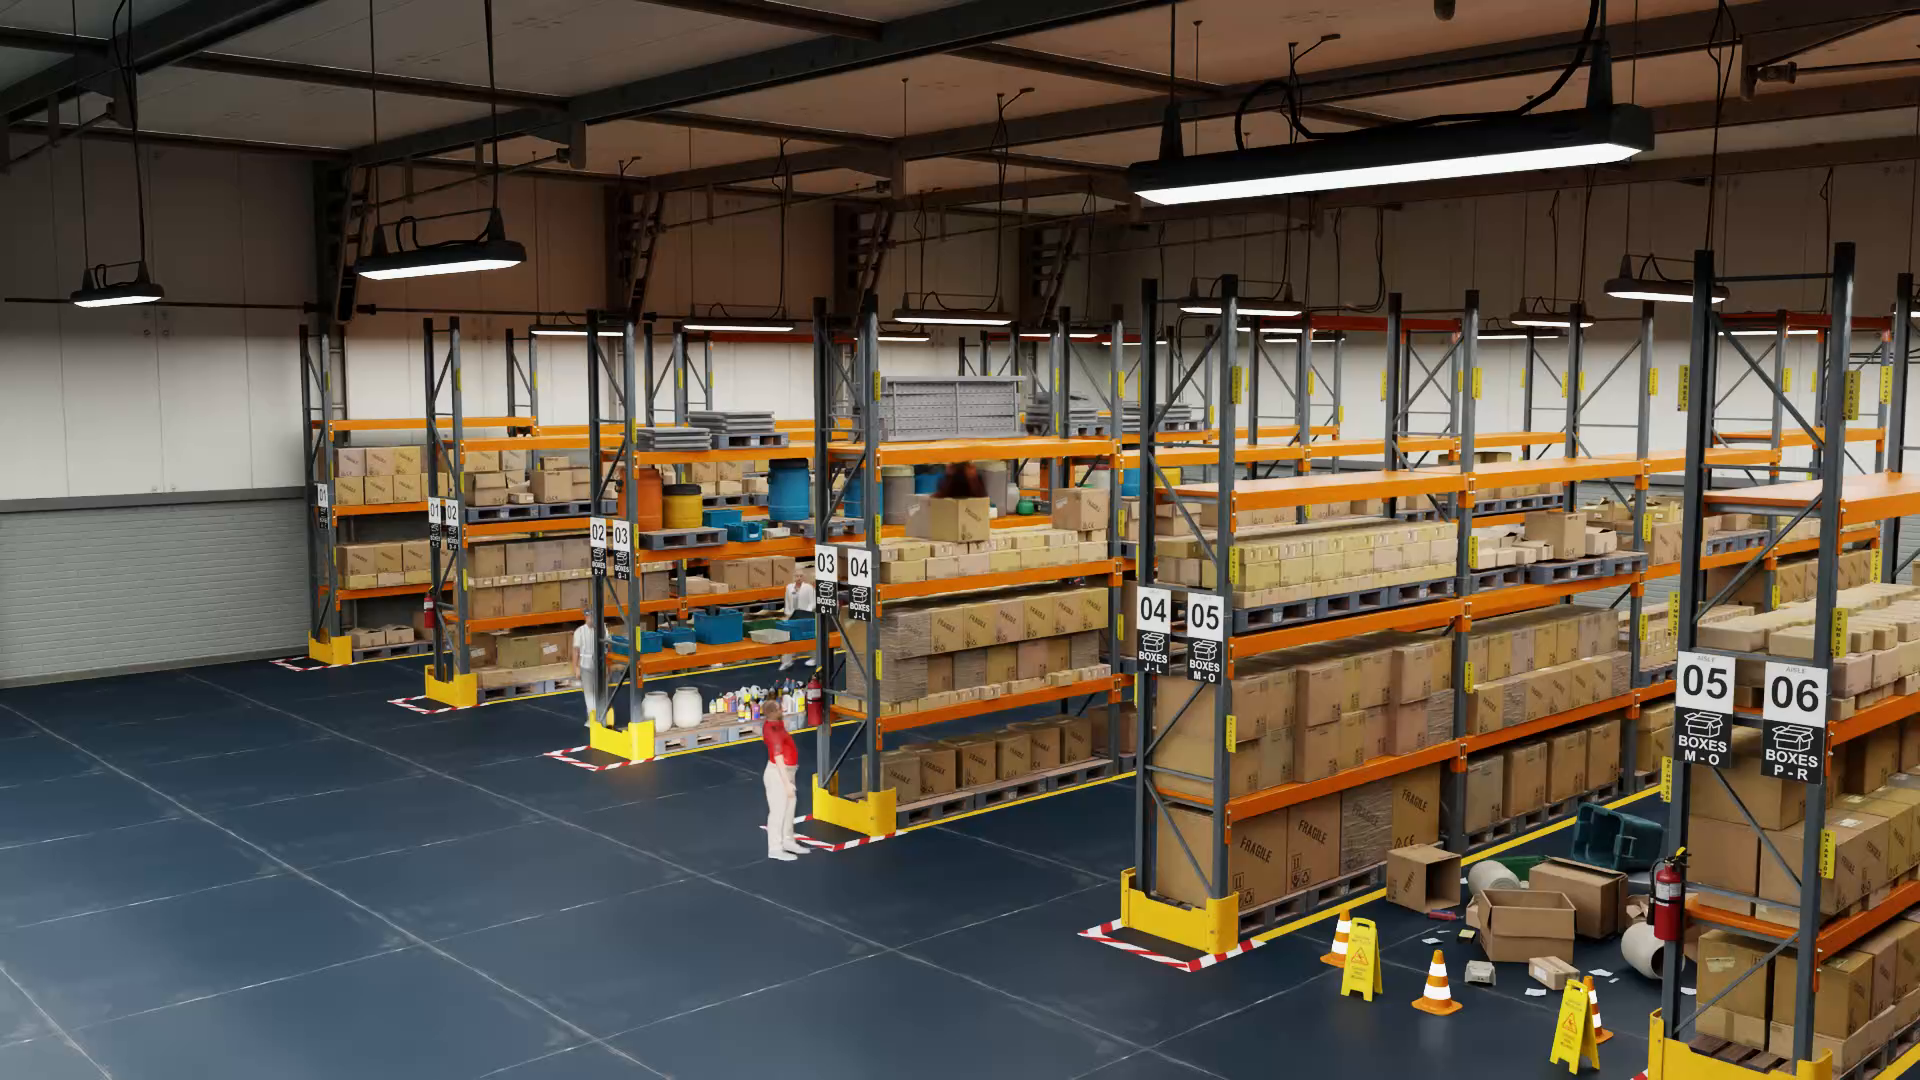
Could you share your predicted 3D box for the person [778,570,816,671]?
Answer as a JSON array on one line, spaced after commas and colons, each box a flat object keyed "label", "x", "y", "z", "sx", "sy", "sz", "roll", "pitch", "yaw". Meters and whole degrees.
[{"label": "person", "x": -2.787, "y": 1.414, "z": 29.008, "sx": 0.922, "sy": 1.817, "sz": 0.784, "roll": -5, "pitch": 8, "yaw": -42}]

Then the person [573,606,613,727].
[{"label": "person", "x": -5.364, "y": 1.875, "z": 24.213, "sx": 0.539, "sy": 1.831, "sz": 0.561, "roll": 0, "pitch": 6, "yaw": 1}]

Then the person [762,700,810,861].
[{"label": "person", "x": -1.876, "y": 2.541, "z": 17.672, "sx": 0.487, "sy": 1.730, "sz": 0.576, "roll": 0, "pitch": 6, "yaw": 4}]
